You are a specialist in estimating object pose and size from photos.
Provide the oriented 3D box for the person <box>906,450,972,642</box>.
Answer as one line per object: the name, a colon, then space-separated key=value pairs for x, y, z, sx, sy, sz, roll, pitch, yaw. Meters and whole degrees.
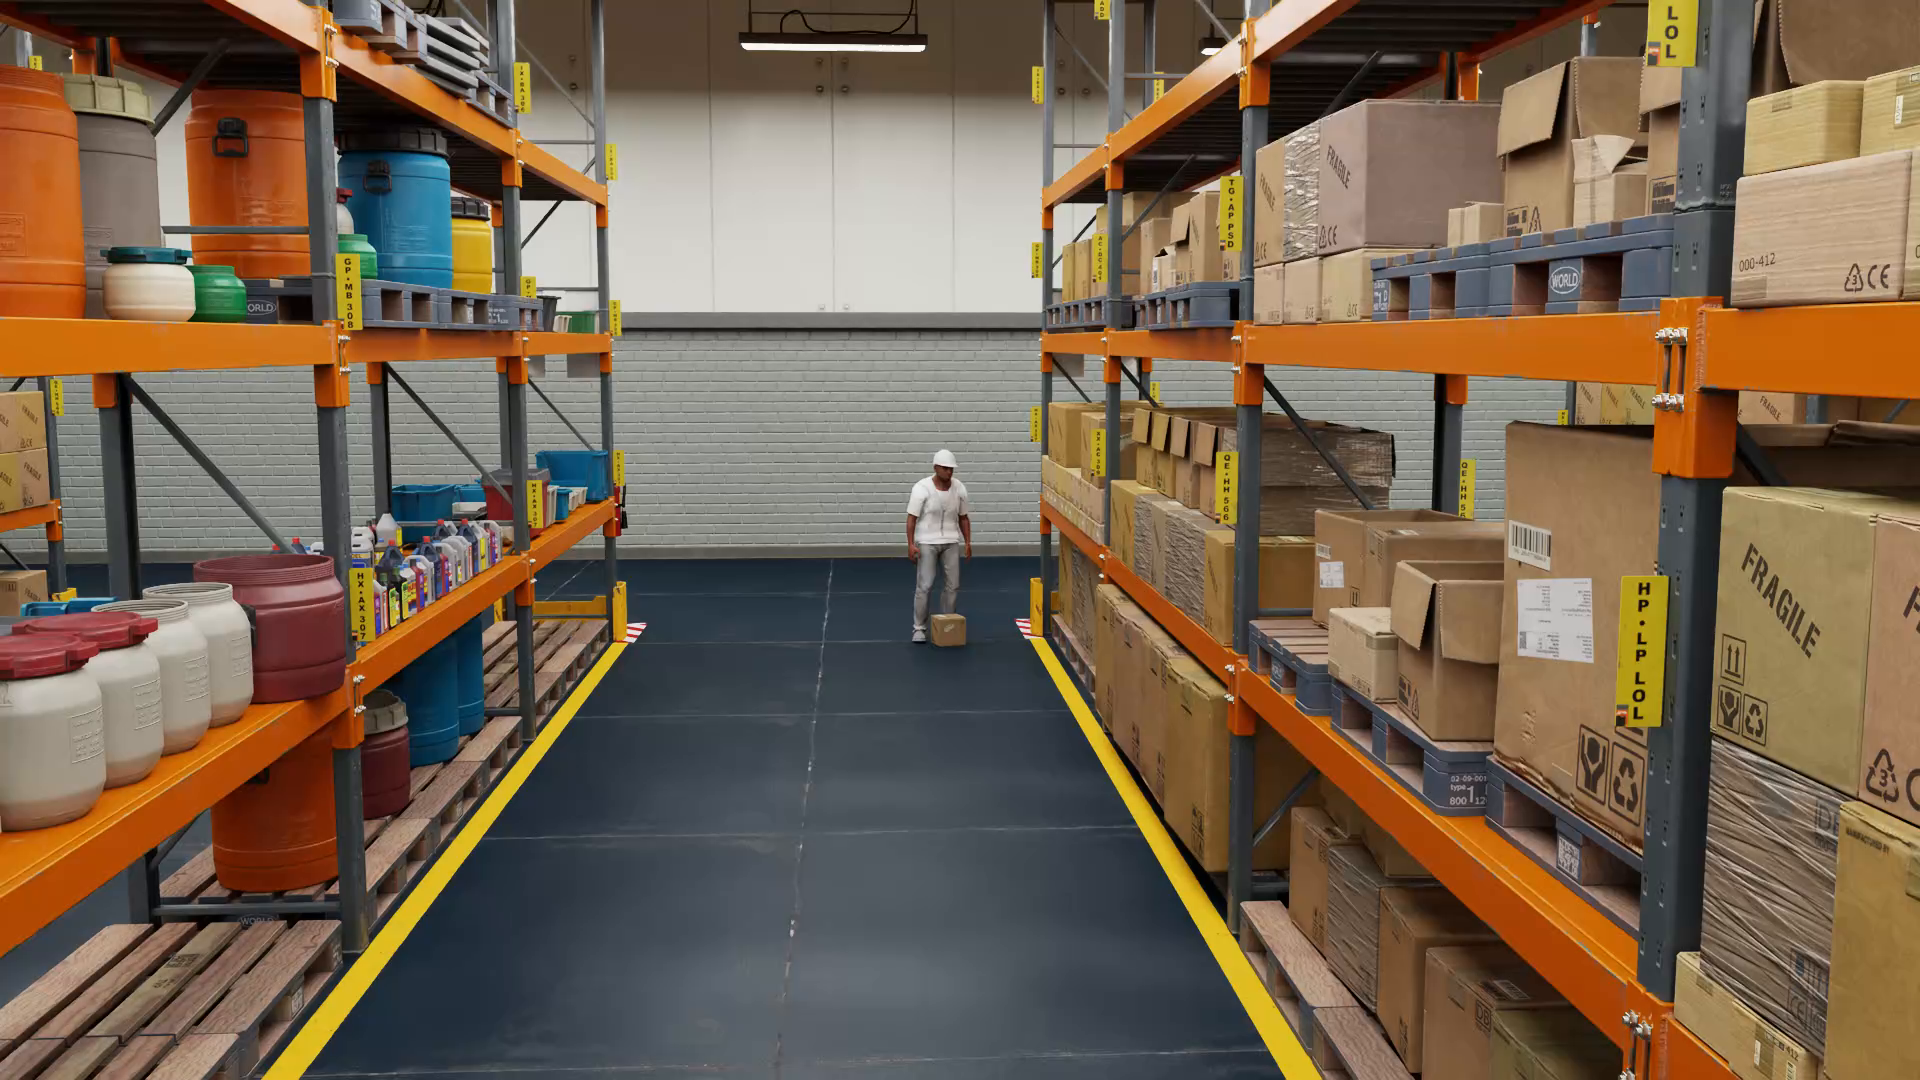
person: x=-0.185 y=0.047 z=15.274 sx=0.635 sy=1.760 sz=0.457 roll=-3 pitch=7 yaw=-22
